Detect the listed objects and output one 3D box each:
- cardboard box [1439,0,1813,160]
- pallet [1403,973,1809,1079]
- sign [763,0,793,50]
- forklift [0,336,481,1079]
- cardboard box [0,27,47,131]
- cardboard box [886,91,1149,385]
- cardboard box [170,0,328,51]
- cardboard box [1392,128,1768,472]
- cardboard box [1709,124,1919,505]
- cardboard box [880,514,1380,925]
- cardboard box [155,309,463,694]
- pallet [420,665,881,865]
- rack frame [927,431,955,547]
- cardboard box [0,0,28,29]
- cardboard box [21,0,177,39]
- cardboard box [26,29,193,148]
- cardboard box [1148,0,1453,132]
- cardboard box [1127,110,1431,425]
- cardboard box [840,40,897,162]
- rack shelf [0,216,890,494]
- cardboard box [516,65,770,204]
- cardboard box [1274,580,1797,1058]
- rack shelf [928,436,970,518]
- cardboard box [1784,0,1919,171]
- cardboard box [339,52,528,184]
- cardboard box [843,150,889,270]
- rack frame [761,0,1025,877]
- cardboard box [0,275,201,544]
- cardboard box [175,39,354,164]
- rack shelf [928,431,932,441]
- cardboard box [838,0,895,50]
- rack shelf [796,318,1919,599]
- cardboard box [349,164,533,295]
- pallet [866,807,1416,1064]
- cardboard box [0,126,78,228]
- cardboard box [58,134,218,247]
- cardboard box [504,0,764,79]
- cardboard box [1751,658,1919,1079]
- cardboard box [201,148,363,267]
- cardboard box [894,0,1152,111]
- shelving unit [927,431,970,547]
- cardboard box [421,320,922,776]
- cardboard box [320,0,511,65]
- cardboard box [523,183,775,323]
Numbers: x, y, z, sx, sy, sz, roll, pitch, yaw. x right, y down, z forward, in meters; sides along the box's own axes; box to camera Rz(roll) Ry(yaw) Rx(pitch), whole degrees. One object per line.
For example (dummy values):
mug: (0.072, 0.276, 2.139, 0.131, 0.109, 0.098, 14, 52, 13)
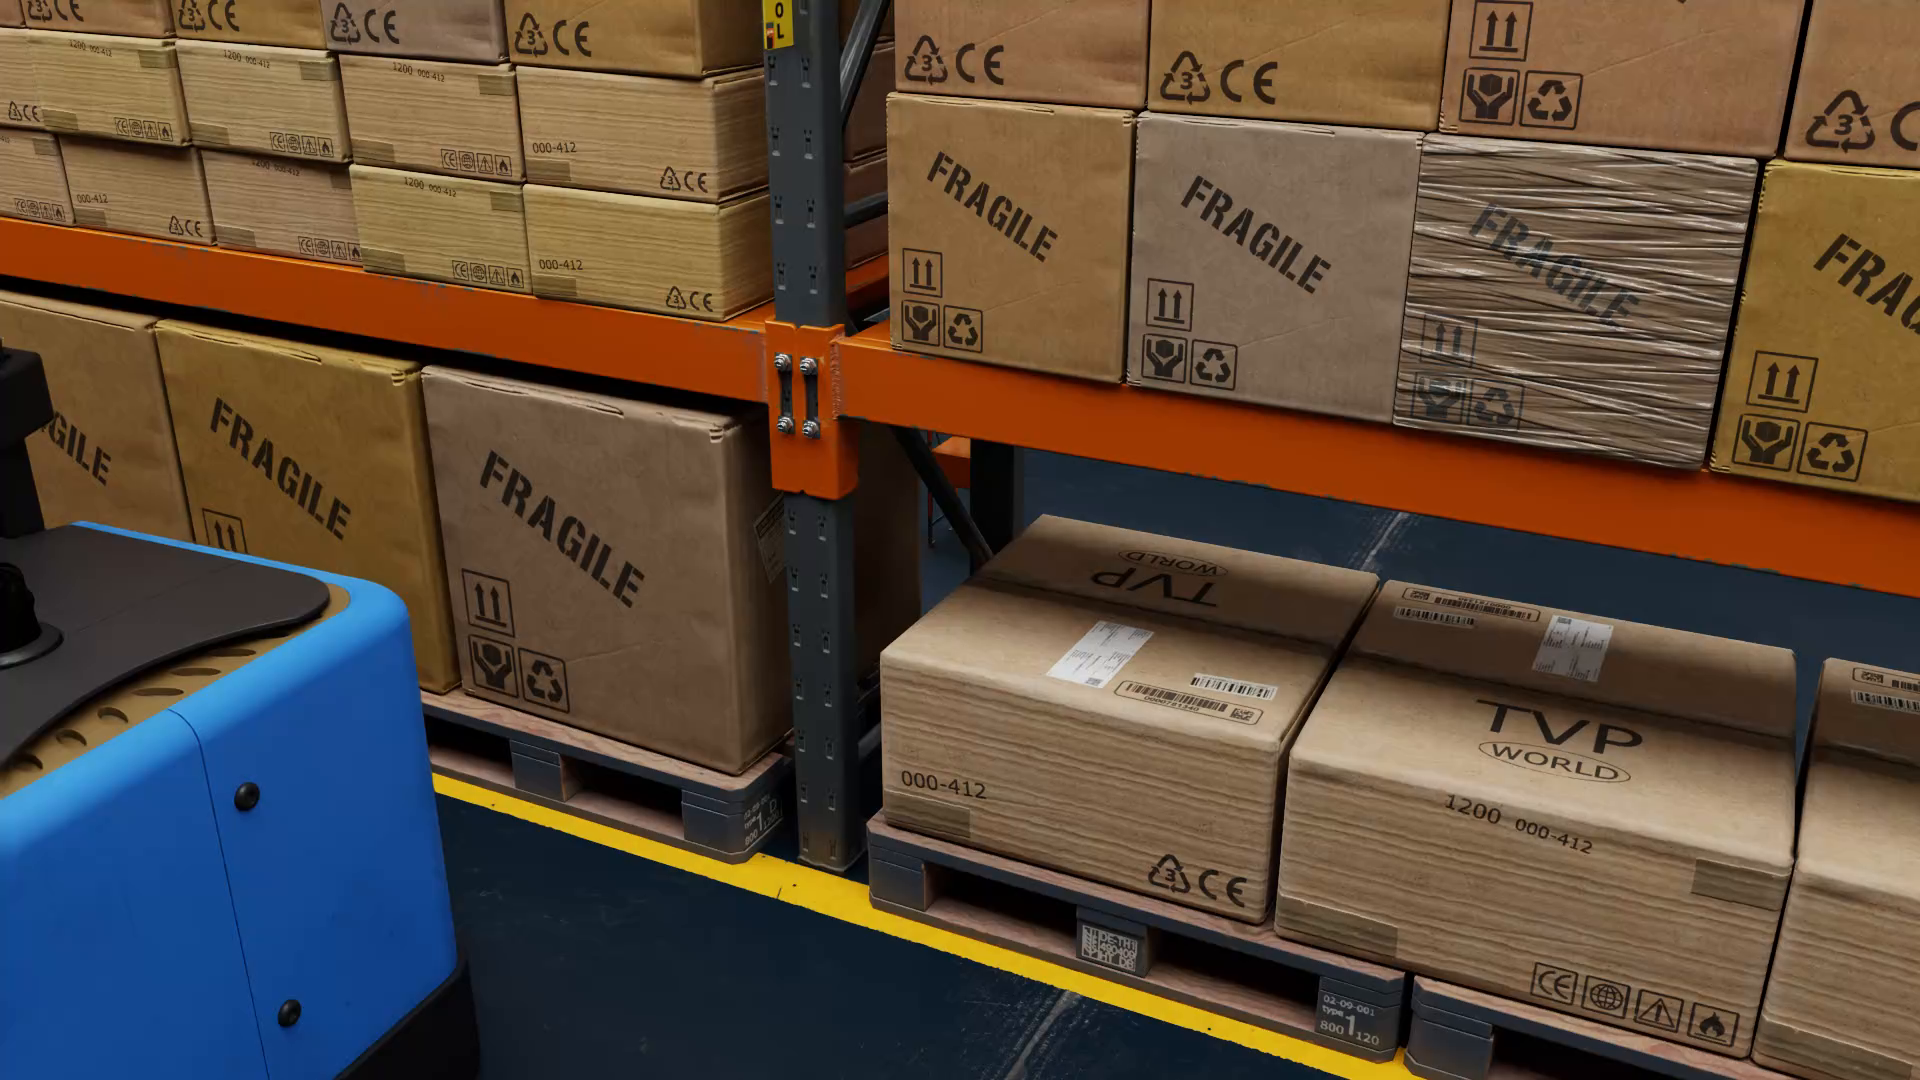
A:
cardboard box: (1.112, -0.928, 2.695, 0.500, 0.500, 0.500, 12, 26, 26)
pallet: (1.632, 0.883, 3.404, 1.213, 0.211, 1.003, 11, 25, 25)
sign: (-0.340, -1.082, 3.083, 0.005, 0.325, 0.100, 11, 25, 25)
forklift: (-2.485, -0.341, 2.807, 3.031, 2.935, 1.130, 10, 25, 22)
cardboard box: (-2.433, -1.284, 4.490, 0.500, 0.250, 0.500, 11, 25, 24)
cardboard box: (0.197, -0.648, 3.314, 0.500, 0.500, 0.500, 12, 26, 26)
cardboard box: (-1.524, -1.459, 3.943, 0.500, 0.500, 0.500, 12, 26, 26)
cardboard box: (1.085, -0.468, 2.890, 0.500, 0.500, 0.500, 11, 26, 25)
cardboard box: (1.545, -0.377, 2.676, 0.500, 0.500, 0.500, 12, 26, 26)
cardboard box: (0.408, 0.357, 3.814, 0.875, 0.438, 0.875, 11, 25, 24)
cardboard box: (-1.503, -0.231, 4.638, 0.875, 0.875, 0.875, 12, 26, 26)
pallet: (-0.826, 0.397, 4.548, 1.213, 0.211, 1.003, 11, 25, 25)
rack frame: (-0.061, -0.495, 5.573, 0.008, 1.050, 0.200, 11, 25, 25)
cardboard box: (-2.442, -1.636, 4.358, 0.500, 0.500, 0.500, 12, 26, 26)
cardboard box: (-1.993, -1.545, 4.146, 0.500, 0.500, 0.500, 12, 26, 25)
cardboard box: (-1.986, -1.190, 4.269, 0.500, 0.250, 0.500, 12, 26, 25)
cardboard box: (0.660, -1.023, 2.917, 0.500, 0.500, 0.500, 11, 25, 24)
cardboard box: (0.644, -0.558, 3.102, 0.500, 0.500, 0.500, 11, 26, 25)
cardboard box: (-0.369, -1.114, 4.089, 0.500, 0.250, 0.500, 10, 25, 23)
rack shelf: (-1.889, -0.799, 4.715, 4.000, 0.370, 1.077, 11, 25, 25)
cardboard box: (-0.607, -0.931, 3.659, 0.500, 0.250, 0.500, 11, 25, 24)
cardboard box: (1.207, 0.515, 3.443, 0.875, 0.438, 0.875, 10, 25, 23)
rack shelf: (0.048, -0.208, 5.635, 0.240, 0.259, 0.215, 11, 25, 25)
cardboard box: (1.561, -0.839, 2.484, 0.500, 0.500, 0.500, 11, 25, 24)
cardboard box: (-1.056, -1.016, 3.860, 0.500, 0.250, 0.500, 12, 26, 26)
cardboard box: (-0.377, -0.878, 4.173, 0.500, 0.250, 0.500, 11, 25, 23)
rack frame: (-0.104, -0.777, 3.744, 0.127, 3.000, 1.000, 11, 25, 25)
cardboard box: (-2.300, -0.389, 5.009, 0.875, 0.875, 0.875, 12, 26, 25)
cardboard box: (-1.521, -1.106, 4.070, 0.500, 0.250, 0.500, 12, 26, 26)
rack shelf: (0.048, -0.464, 5.526, 0.240, 0.259, 0.215, 11, 25, 25)
cardboard box: (-0.367, -1.461, 3.947, 0.500, 0.500, 0.500, 12, 26, 25)
rack shelf: (1.681, -0.093, 3.054, 4.000, 0.370, 1.077, 11, 25, 25)
cardboard box: (-1.072, -0.789, 3.965, 0.500, 0.250, 0.500, 11, 25, 24)
pallet: (0.540, 0.668, 3.909, 1.213, 0.211, 1.003, 11, 25, 25)
cardboard box: (-2.418, -1.061, 4.603, 0.500, 0.250, 0.500, 12, 26, 26)
cardboard box: (-1.976, -0.975, 4.401, 0.500, 0.250, 0.500, 11, 25, 25)
cardboard box: (-0.616, -1.274, 3.508, 0.500, 0.500, 0.500, 12, 26, 26)
cardboard box: (2.011, 0.675, 3.067, 0.875, 0.438, 0.875, 12, 26, 26)
cardboard box: (-1.513, -0.885, 4.190, 0.500, 0.250, 0.500, 10, 25, 23)
cardboard box: (0.212, -1.114, 3.132, 0.500, 0.500, 0.500, 11, 26, 25)
shelving unit: (0.048, -0.474, 5.522, 0.252, 1.050, 0.215, 11, 25, 25)
cardboard box: (-0.693, -0.074, 4.269, 0.875, 0.875, 0.875, 12, 26, 26)
cardboard box: (-1.081, -1.363, 3.717, 0.500, 0.500, 0.500, 12, 26, 26)
cardboard box: (-0.618, -0.699, 3.752, 0.500, 0.250, 0.500, 11, 25, 23)
